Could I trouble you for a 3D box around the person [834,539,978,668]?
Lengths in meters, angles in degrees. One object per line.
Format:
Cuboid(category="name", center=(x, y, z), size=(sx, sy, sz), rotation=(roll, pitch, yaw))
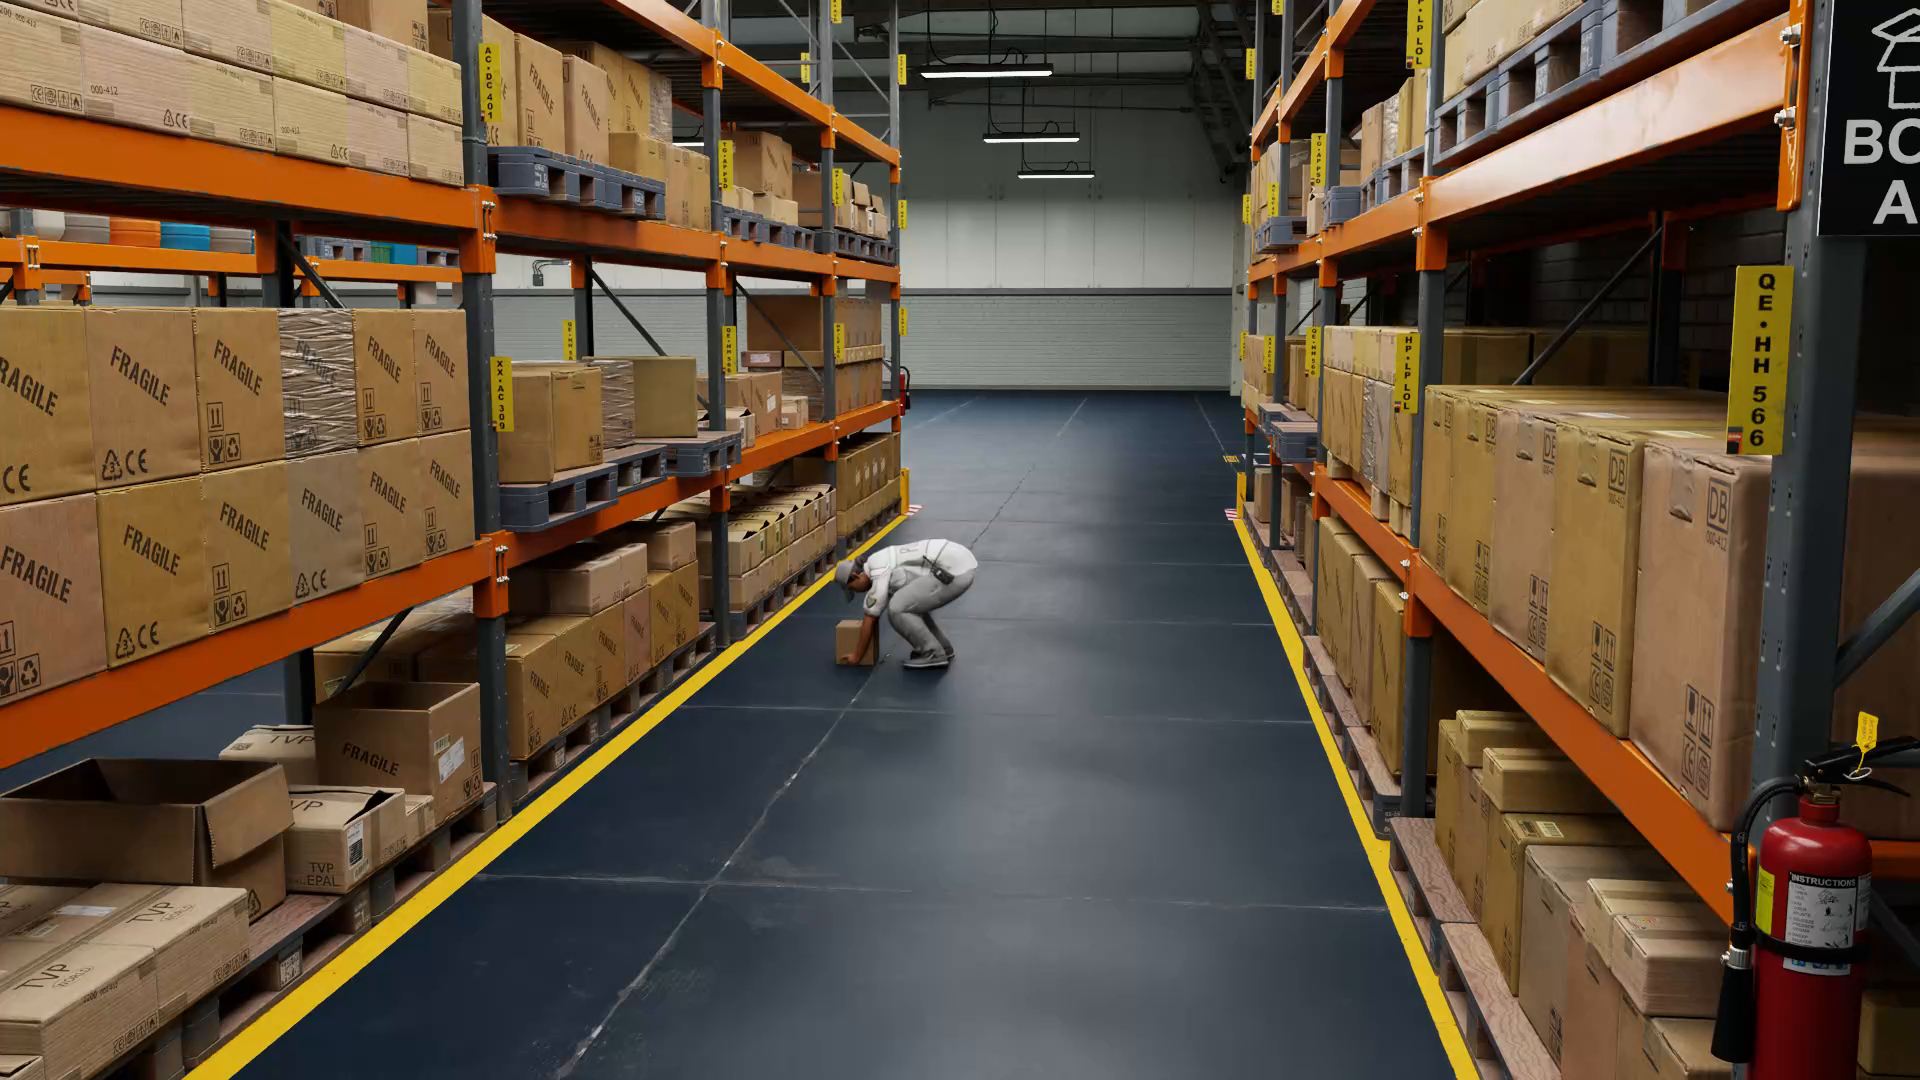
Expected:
Cuboid(category="person", center=(-0.356, 0.414, 10.934), size=(0.942, 0.833, 0.523), rotation=(1, 8, 4))
